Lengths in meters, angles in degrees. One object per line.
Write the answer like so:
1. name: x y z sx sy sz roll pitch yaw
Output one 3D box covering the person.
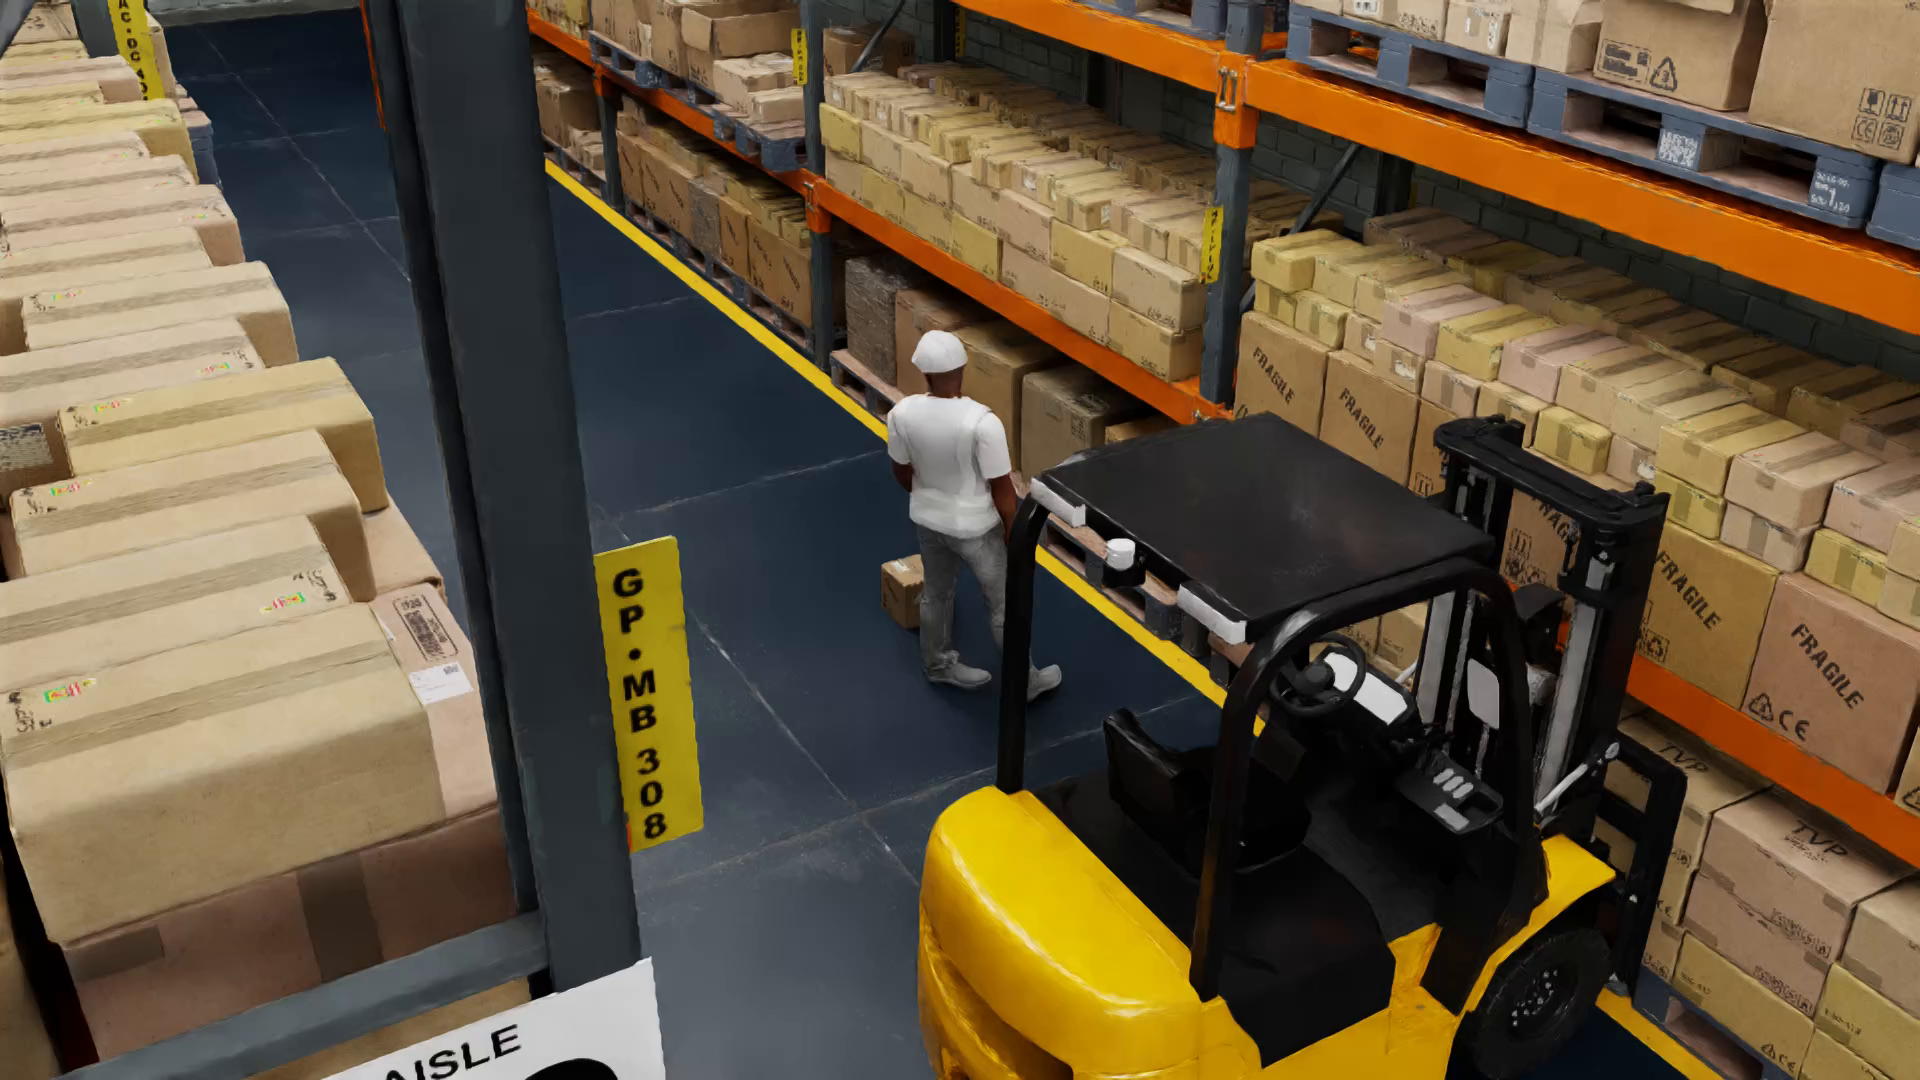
1. person: 0.073 -0.100 7.279 0.685 1.771 0.545 20 34 32
